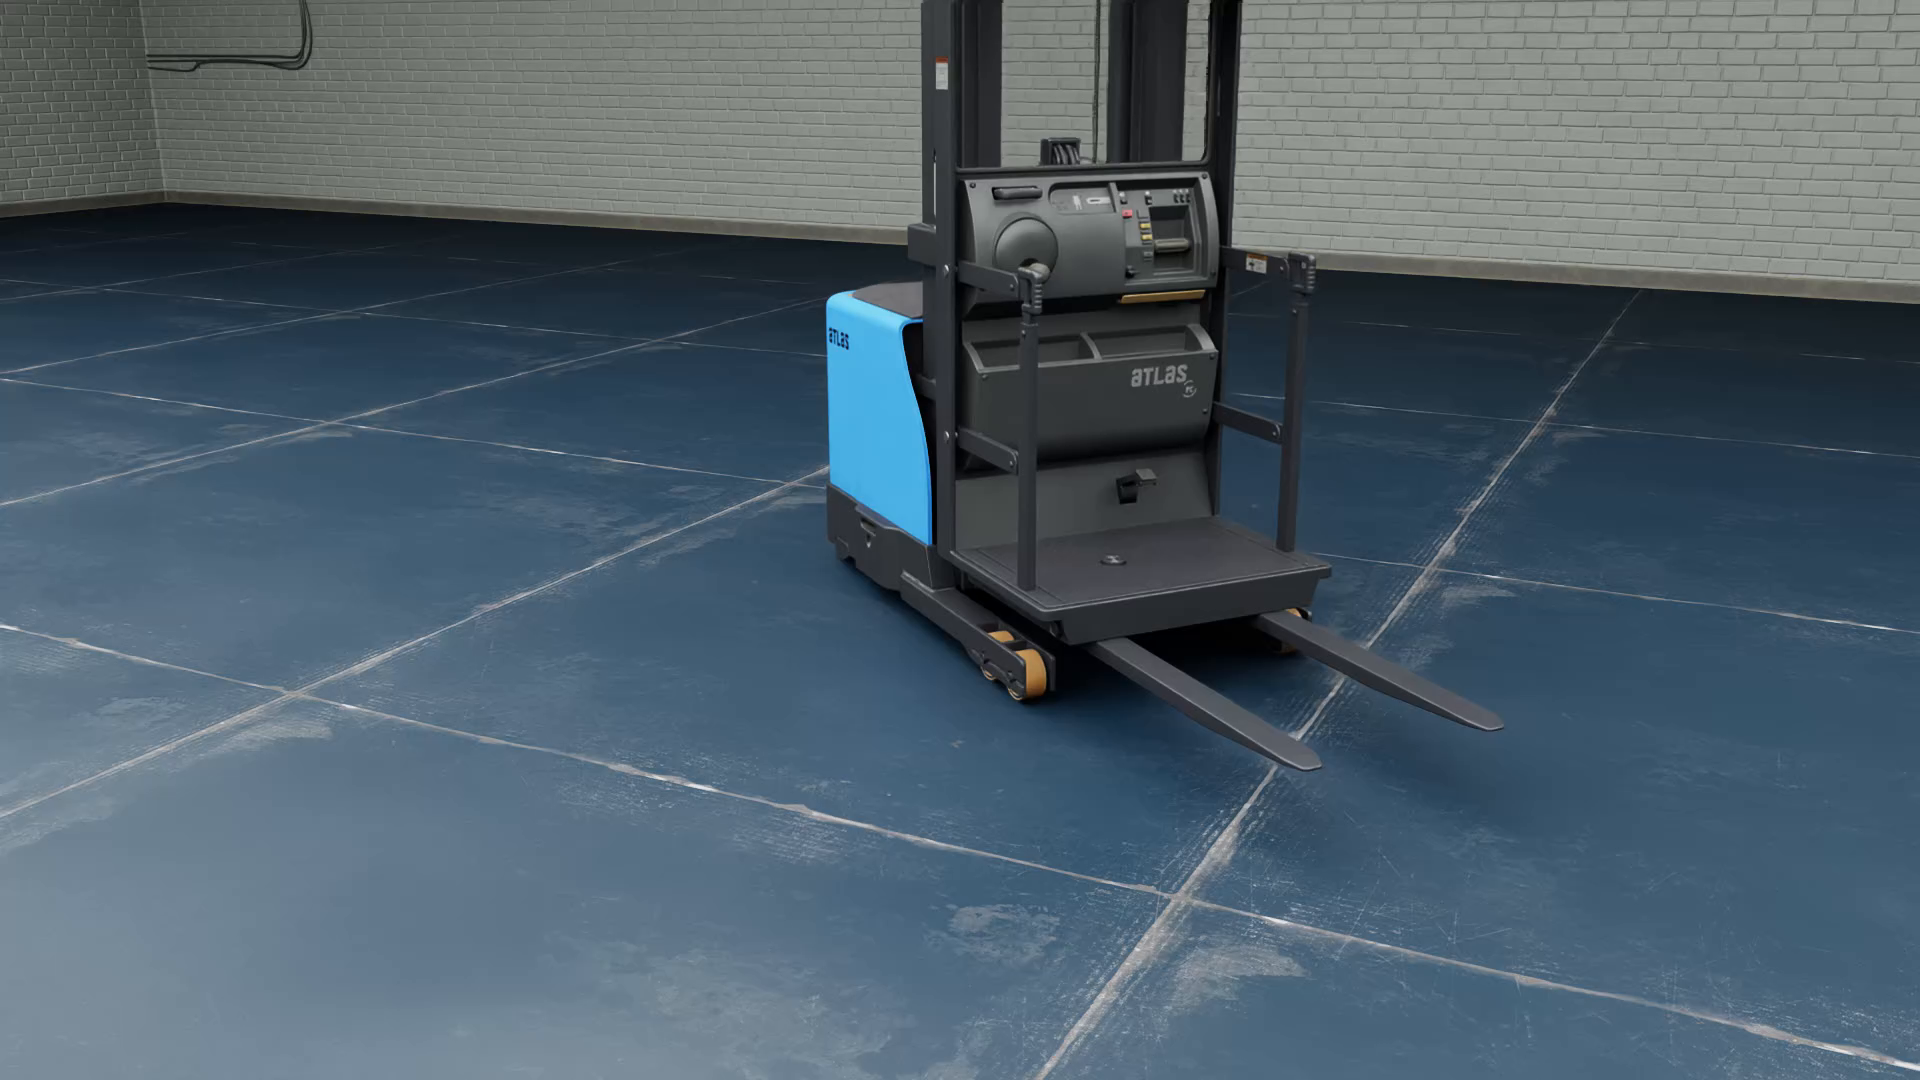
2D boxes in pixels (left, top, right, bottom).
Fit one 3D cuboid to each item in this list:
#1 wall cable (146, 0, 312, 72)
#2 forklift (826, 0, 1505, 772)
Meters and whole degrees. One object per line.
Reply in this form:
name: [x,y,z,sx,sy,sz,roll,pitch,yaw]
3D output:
wall cable: [-9.333,-7.154,20.759,3.097,2.526,0.112,8,18,25]
forklift: [0.542,-1.033,5.354,1.130,2.935,3.031,-8,18,-24]
